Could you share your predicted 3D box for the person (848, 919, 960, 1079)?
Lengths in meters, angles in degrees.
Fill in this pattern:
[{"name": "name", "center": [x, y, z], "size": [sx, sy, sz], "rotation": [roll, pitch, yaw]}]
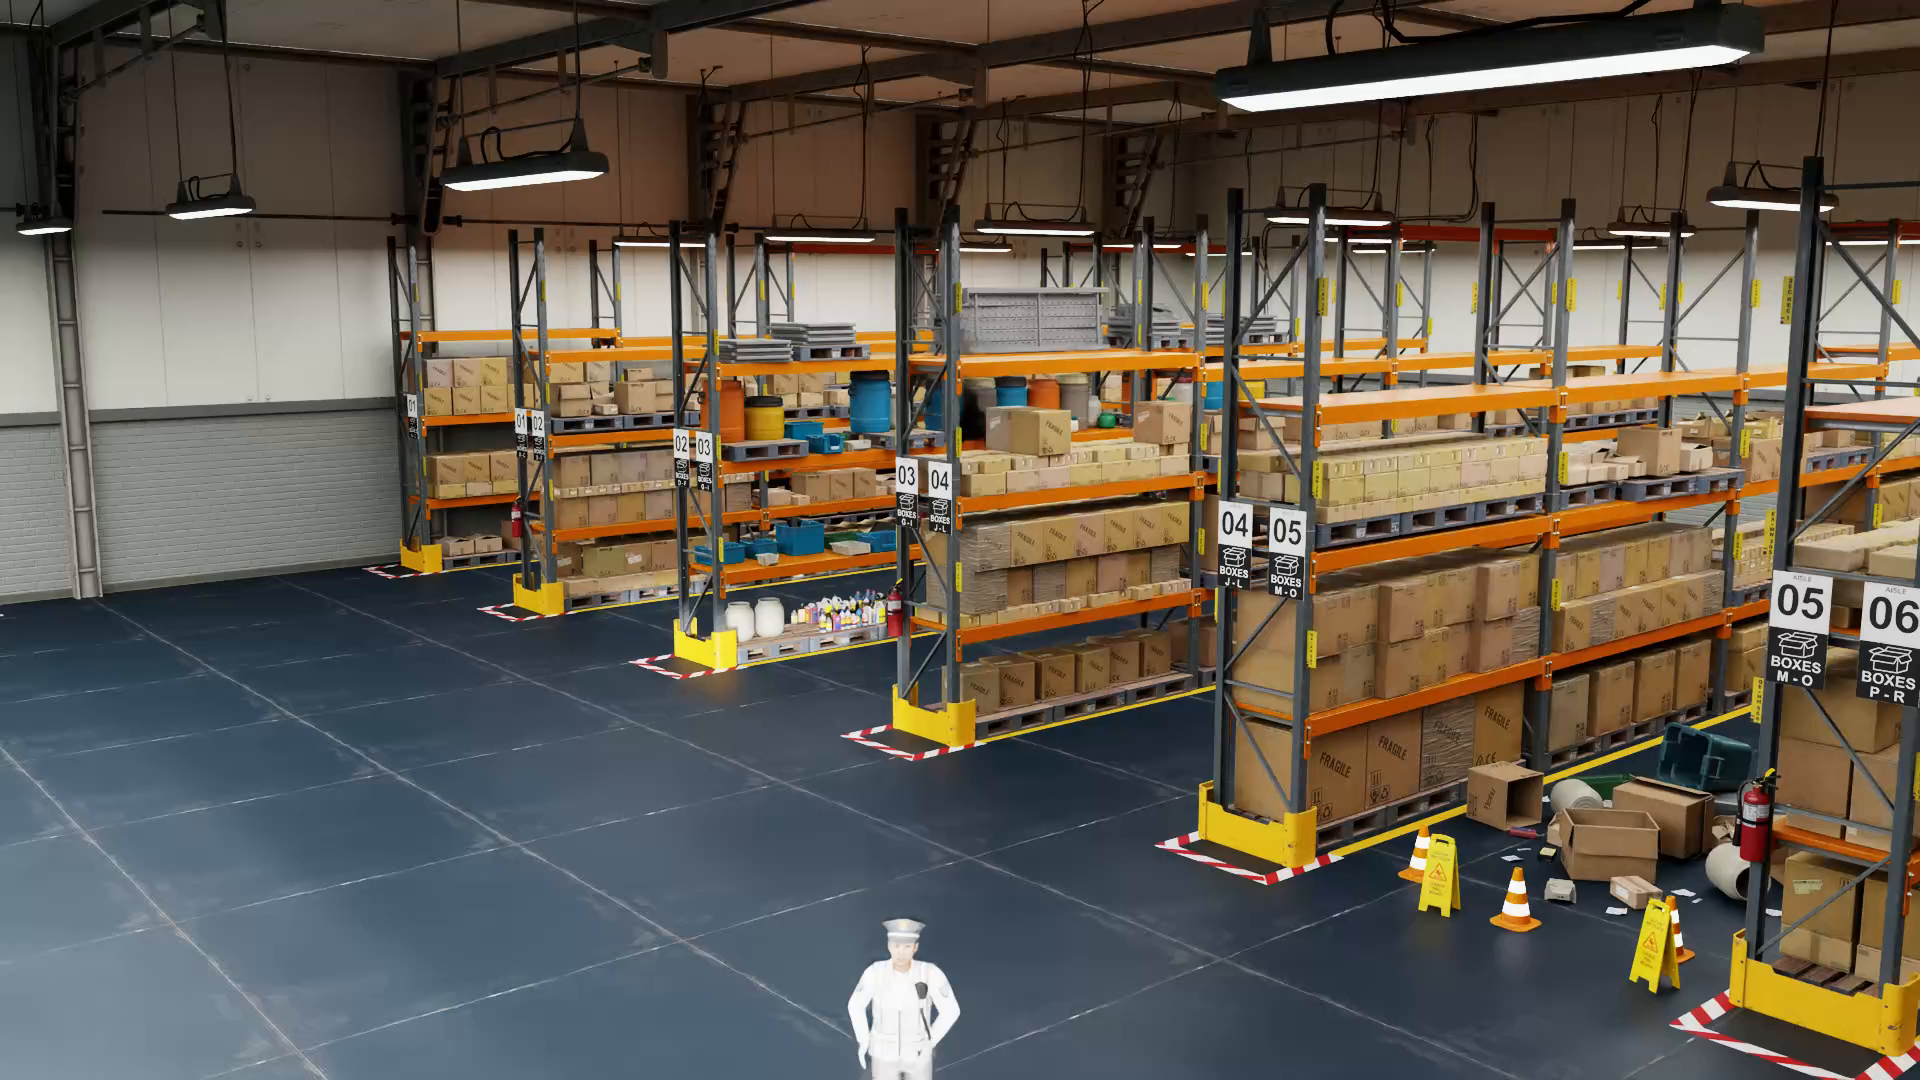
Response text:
[{"name": "person", "center": [-0.324, 2.919, 9.417], "size": [0.641, 1.664, 0.602], "rotation": [0, 9, 2]}]
